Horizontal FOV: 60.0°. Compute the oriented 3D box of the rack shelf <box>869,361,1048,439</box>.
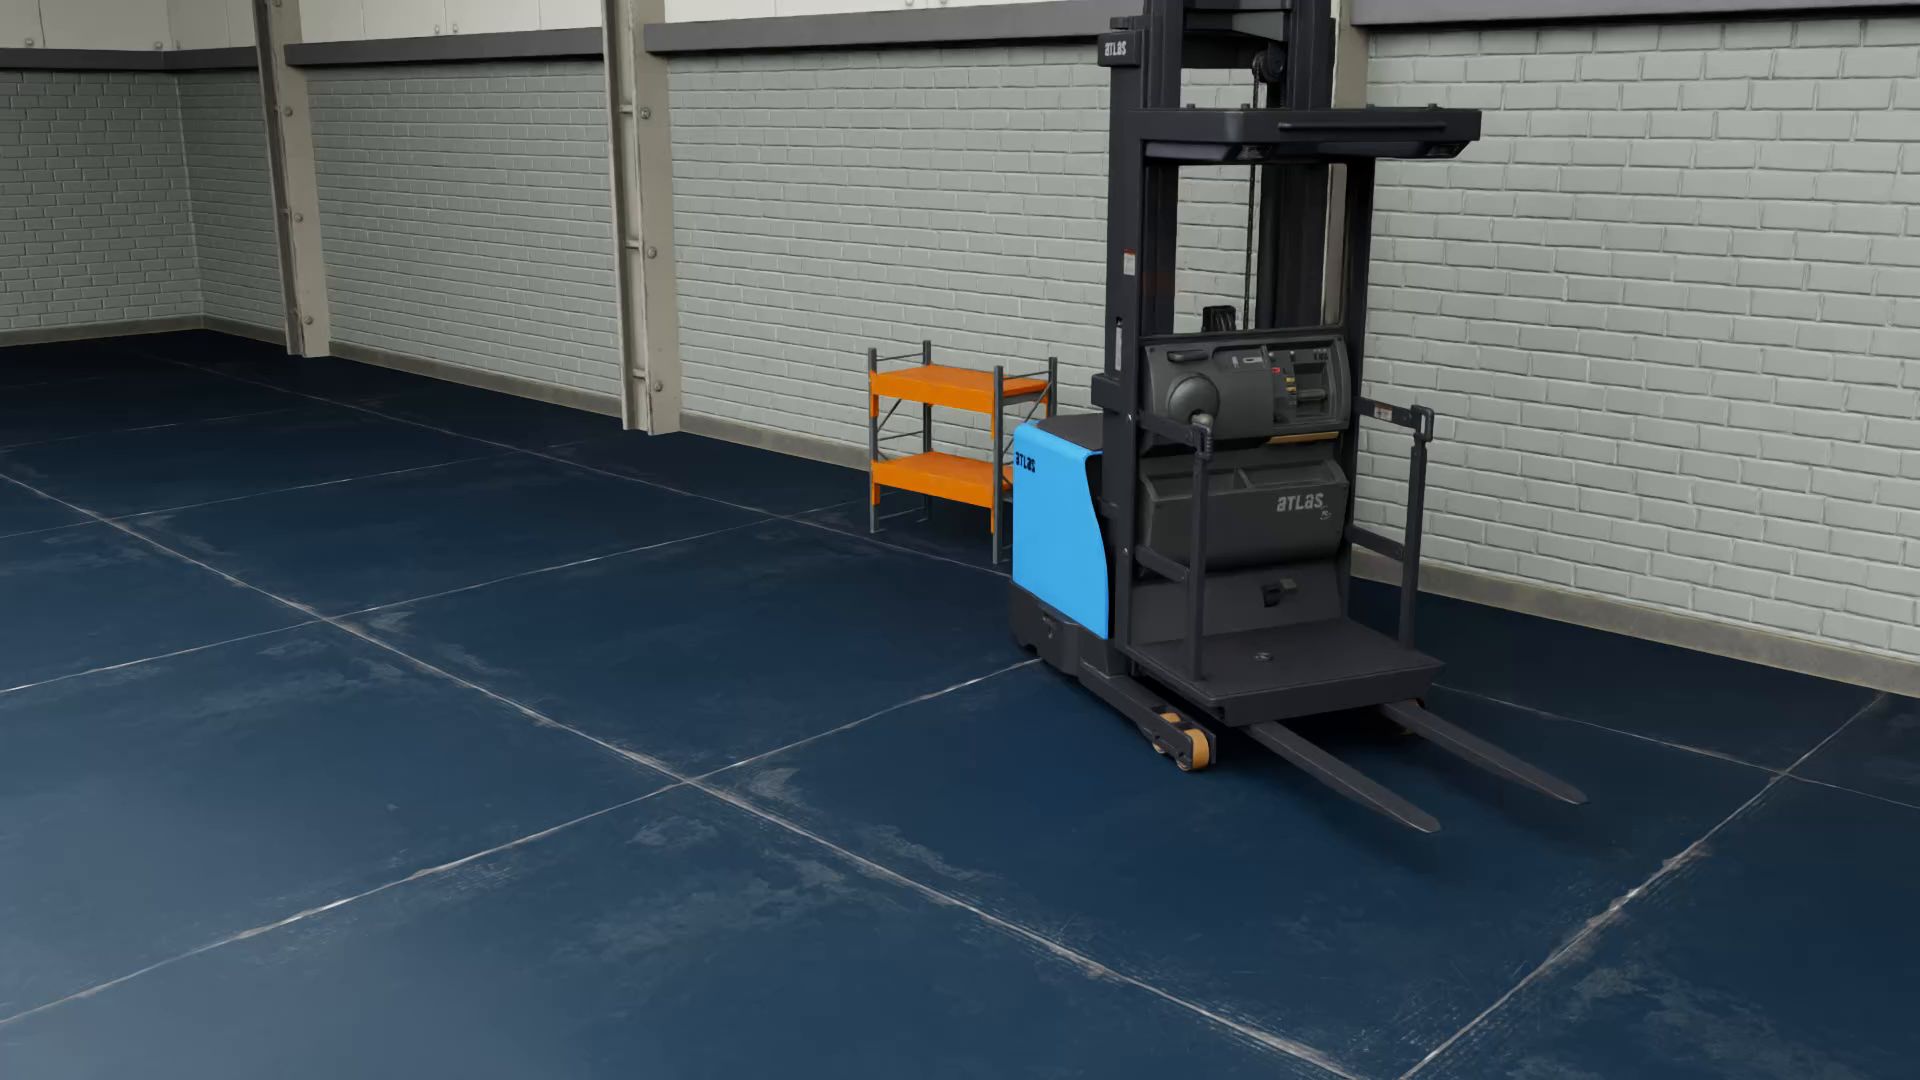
[{"bbox_3d":[0.005,-0.826,9.712,1.000,0.278,0.538,14,20,42],"label":"rack shelf"}]

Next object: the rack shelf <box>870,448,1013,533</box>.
[{"bbox_3d":[0.005,-0.307,9.847,1.000,0.278,0.538,14,20,42],"label":"rack shelf"}]

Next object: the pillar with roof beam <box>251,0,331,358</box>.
[{"bbox_3d":[-9.767,-5.506,13.218,0.400,9.000,9.100,14,20,42],"label":"pillar with roof beam"}]

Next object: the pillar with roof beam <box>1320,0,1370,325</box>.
[{"bbox_3d":[-1.129,-3.406,5.158,0.400,9.000,9.100,14,20,42],"label":"pillar with roof beam"}]

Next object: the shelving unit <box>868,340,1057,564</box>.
[{"bbox_3d":[0.005,-0.543,9.786,1.048,1.125,0.538,14,20,42],"label":"shelving unit"}]

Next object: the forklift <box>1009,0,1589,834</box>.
[{"bbox_3d":[1.259,-0.637,6.566,1.130,2.935,3.031,-6,16,-21],"label":"forklift"}]

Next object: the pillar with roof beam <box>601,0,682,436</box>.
[{"bbox_3d":[-5.448,-4.456,9.188,0.400,9.000,9.100,14,20,42],"label":"pillar with roof beam"}]

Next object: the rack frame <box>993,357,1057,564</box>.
[{"bbox_3d":[0.371,-0.454,9.444,0.032,1.125,0.500,14,20,42],"label":"rack frame"}]

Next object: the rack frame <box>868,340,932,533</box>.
[{"bbox_3d":[-0.361,-0.632,10.127,0.032,1.125,0.500,14,20,42],"label":"rack frame"}]
